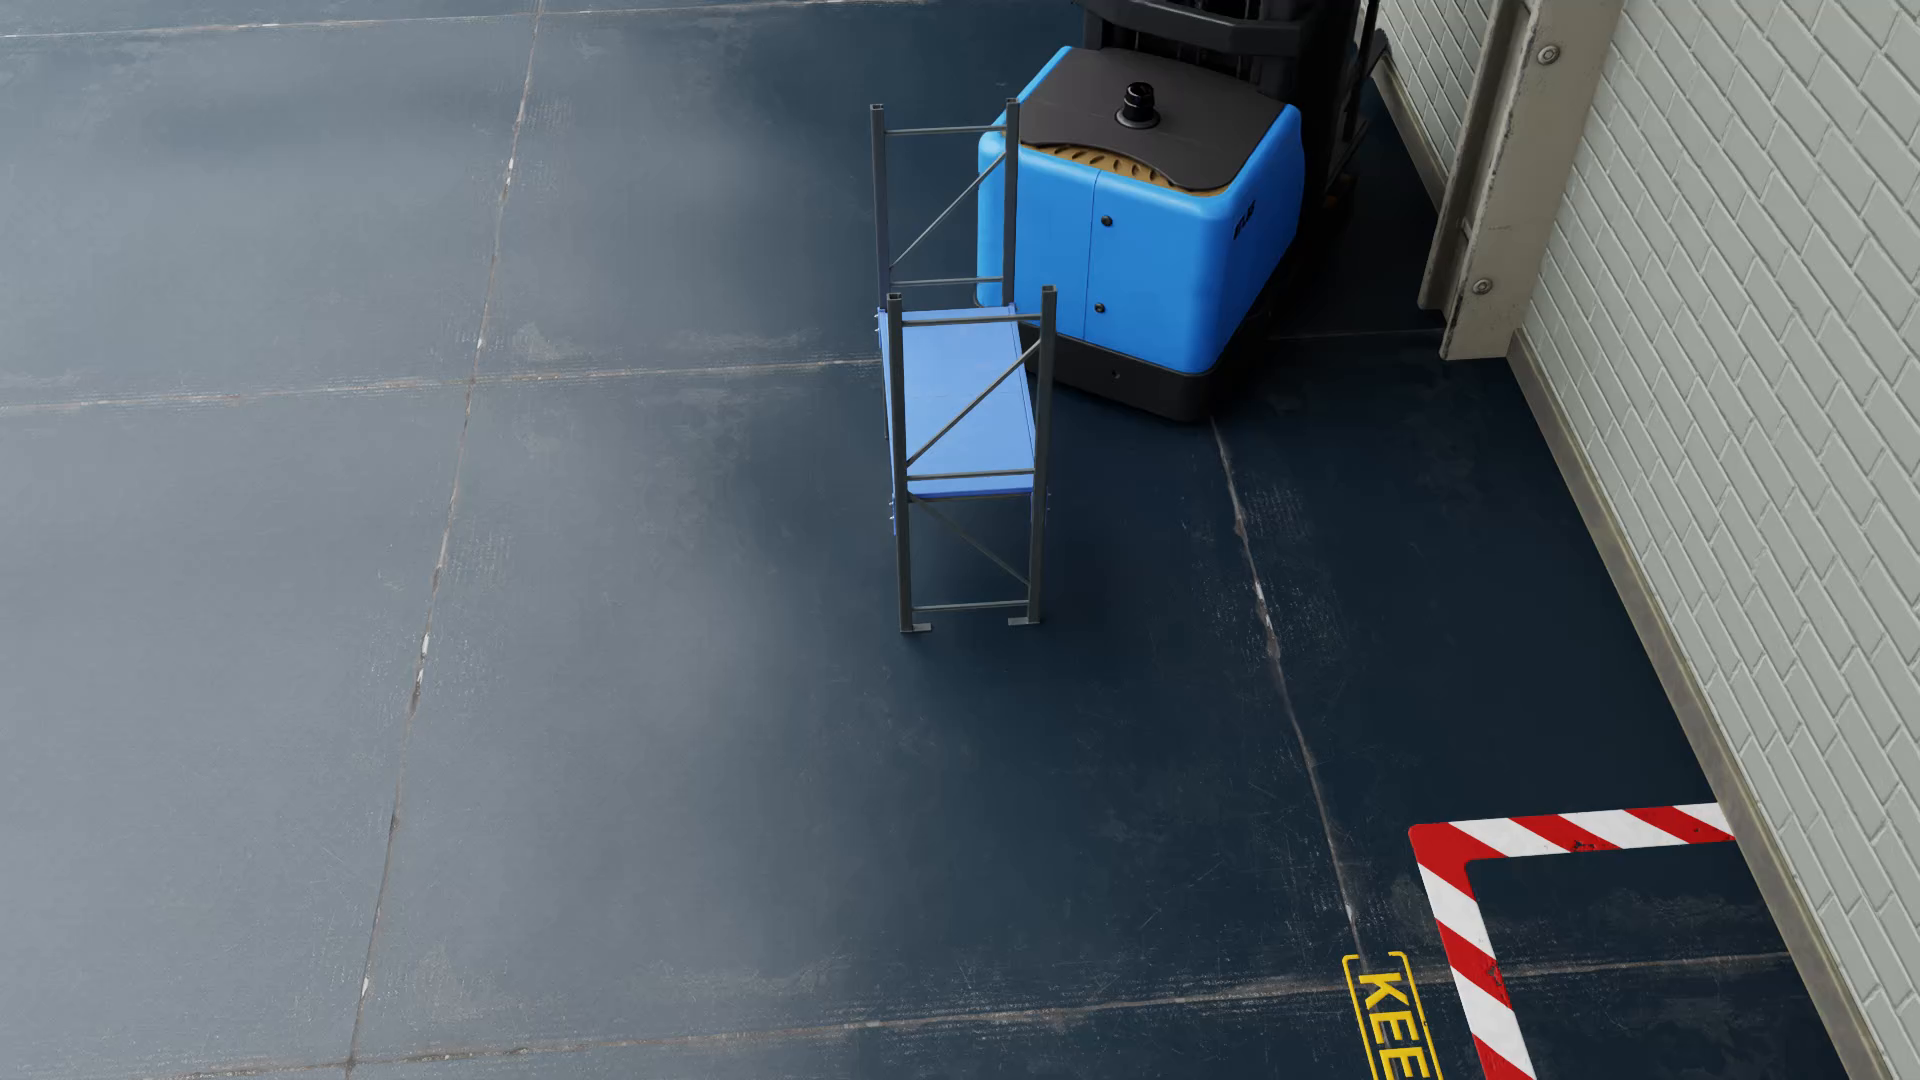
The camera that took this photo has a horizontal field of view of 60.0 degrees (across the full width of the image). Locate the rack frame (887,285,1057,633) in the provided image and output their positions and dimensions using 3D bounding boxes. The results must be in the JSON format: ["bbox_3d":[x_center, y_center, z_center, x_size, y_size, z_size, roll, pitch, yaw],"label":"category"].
[{"bbox_3d":[0.035,-0.210,5.416,0.500,1.500,0.032,-3,47,-3],"label":"rack frame"}]

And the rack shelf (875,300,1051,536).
[{"bbox_3d":[-0.007,-0.454,5.895,0.538,0.185,1.000,-3,47,-3],"label":"rack shelf"}]

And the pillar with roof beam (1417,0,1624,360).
[{"bbox_3d":[-2.133,-3.739,3.593,9.100,9.000,0.400,-3,47,-3],"label":"pillar with roof beam"}]

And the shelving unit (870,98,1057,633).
[{"bbox_3d":[-0.007,-0.577,5.764,0.538,1.500,1.048,-3,47,-3],"label":"shelving unit"}]

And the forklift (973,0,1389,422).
[{"bbox_3d":[1.177,-2.550,6.646,1.130,2.935,3.031,20,50,18],"label":"forklift"}]

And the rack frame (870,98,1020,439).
[{"bbox_3d":[-0.050,-0.945,6.112,0.500,1.500,0.032,-3,47,-3],"label":"rack frame"}]
